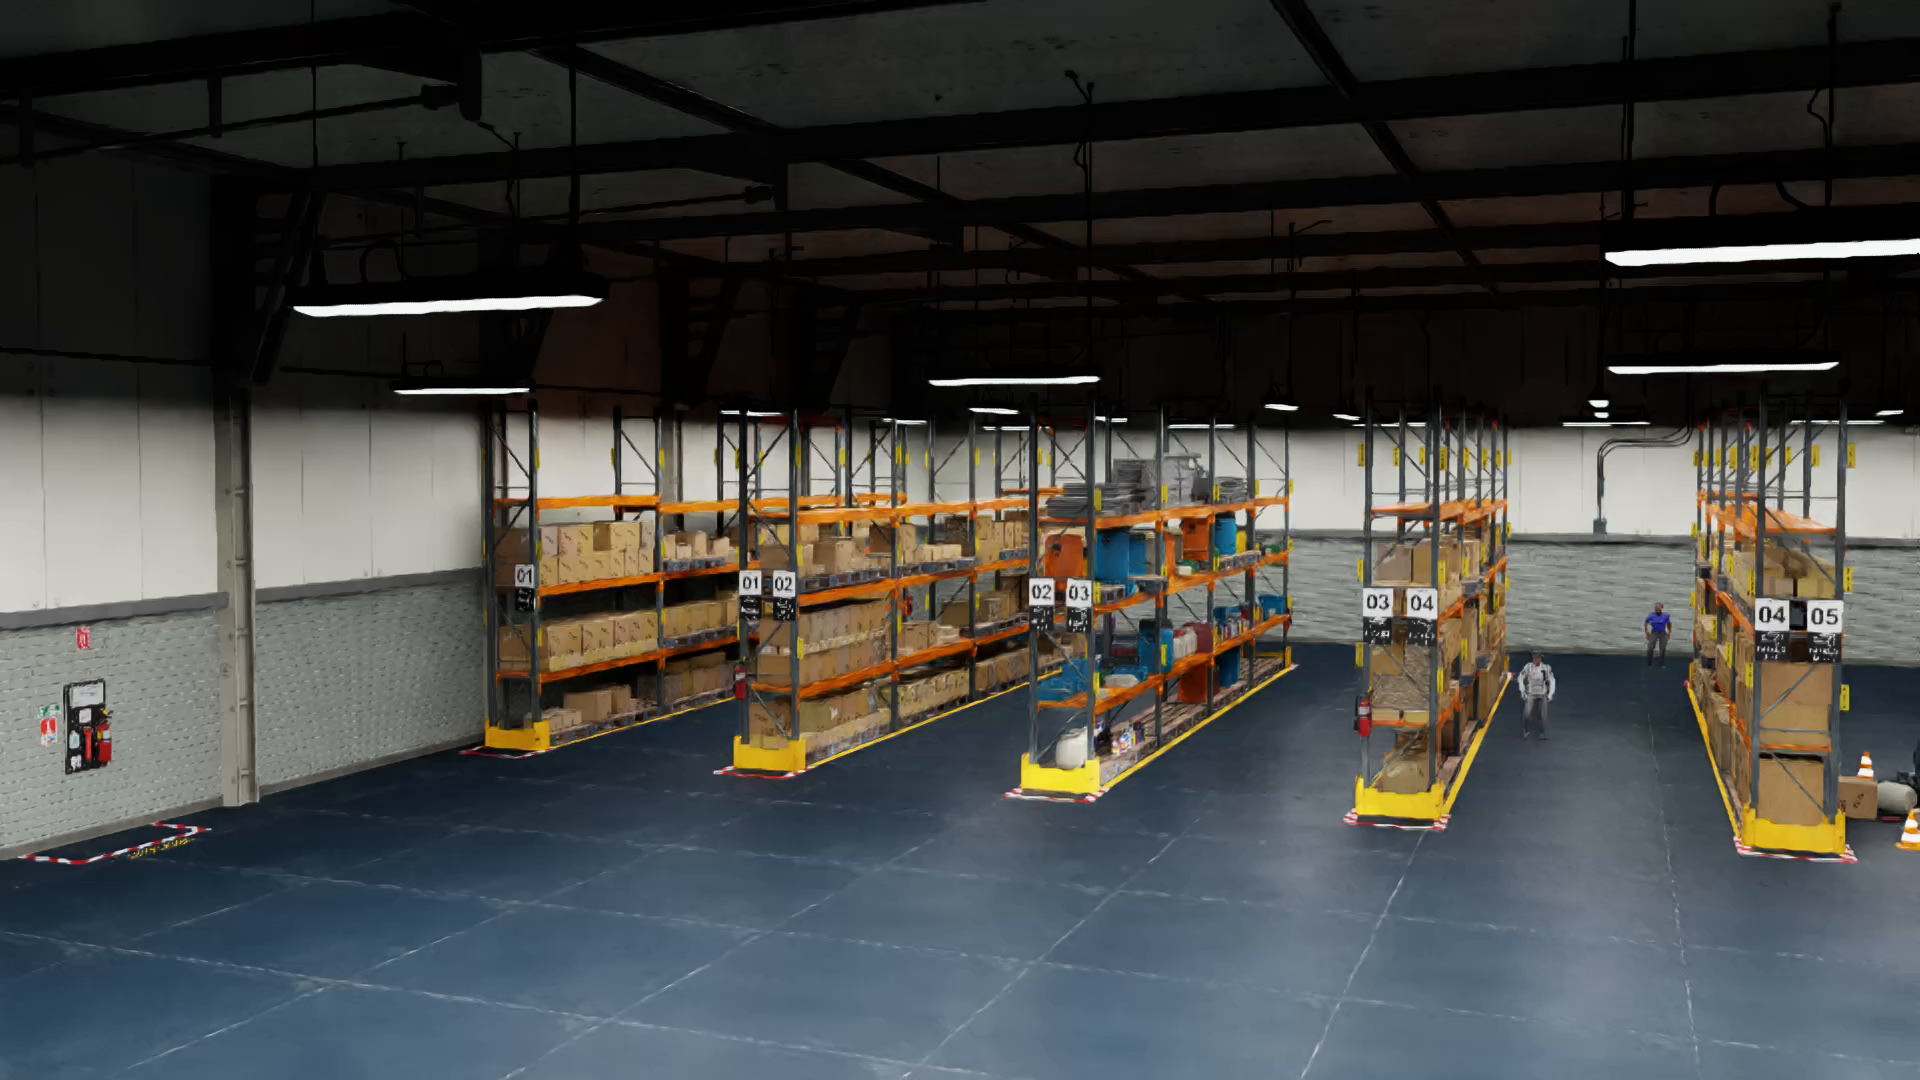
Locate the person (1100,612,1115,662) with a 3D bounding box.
[{"bbox_3d":[3.537,2.232,39.661,0.345,1.601,0.553,1,3,19],"label":"person"}]

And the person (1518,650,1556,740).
[{"bbox_3d":[10.242,2.736,29.543,0.639,1.632,0.512,1,3,19],"label":"person"}]

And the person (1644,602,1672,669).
[{"bbox_3d":[16.558,2.270,39.463,0.593,1.589,0.515,1,3,20],"label":"person"}]
